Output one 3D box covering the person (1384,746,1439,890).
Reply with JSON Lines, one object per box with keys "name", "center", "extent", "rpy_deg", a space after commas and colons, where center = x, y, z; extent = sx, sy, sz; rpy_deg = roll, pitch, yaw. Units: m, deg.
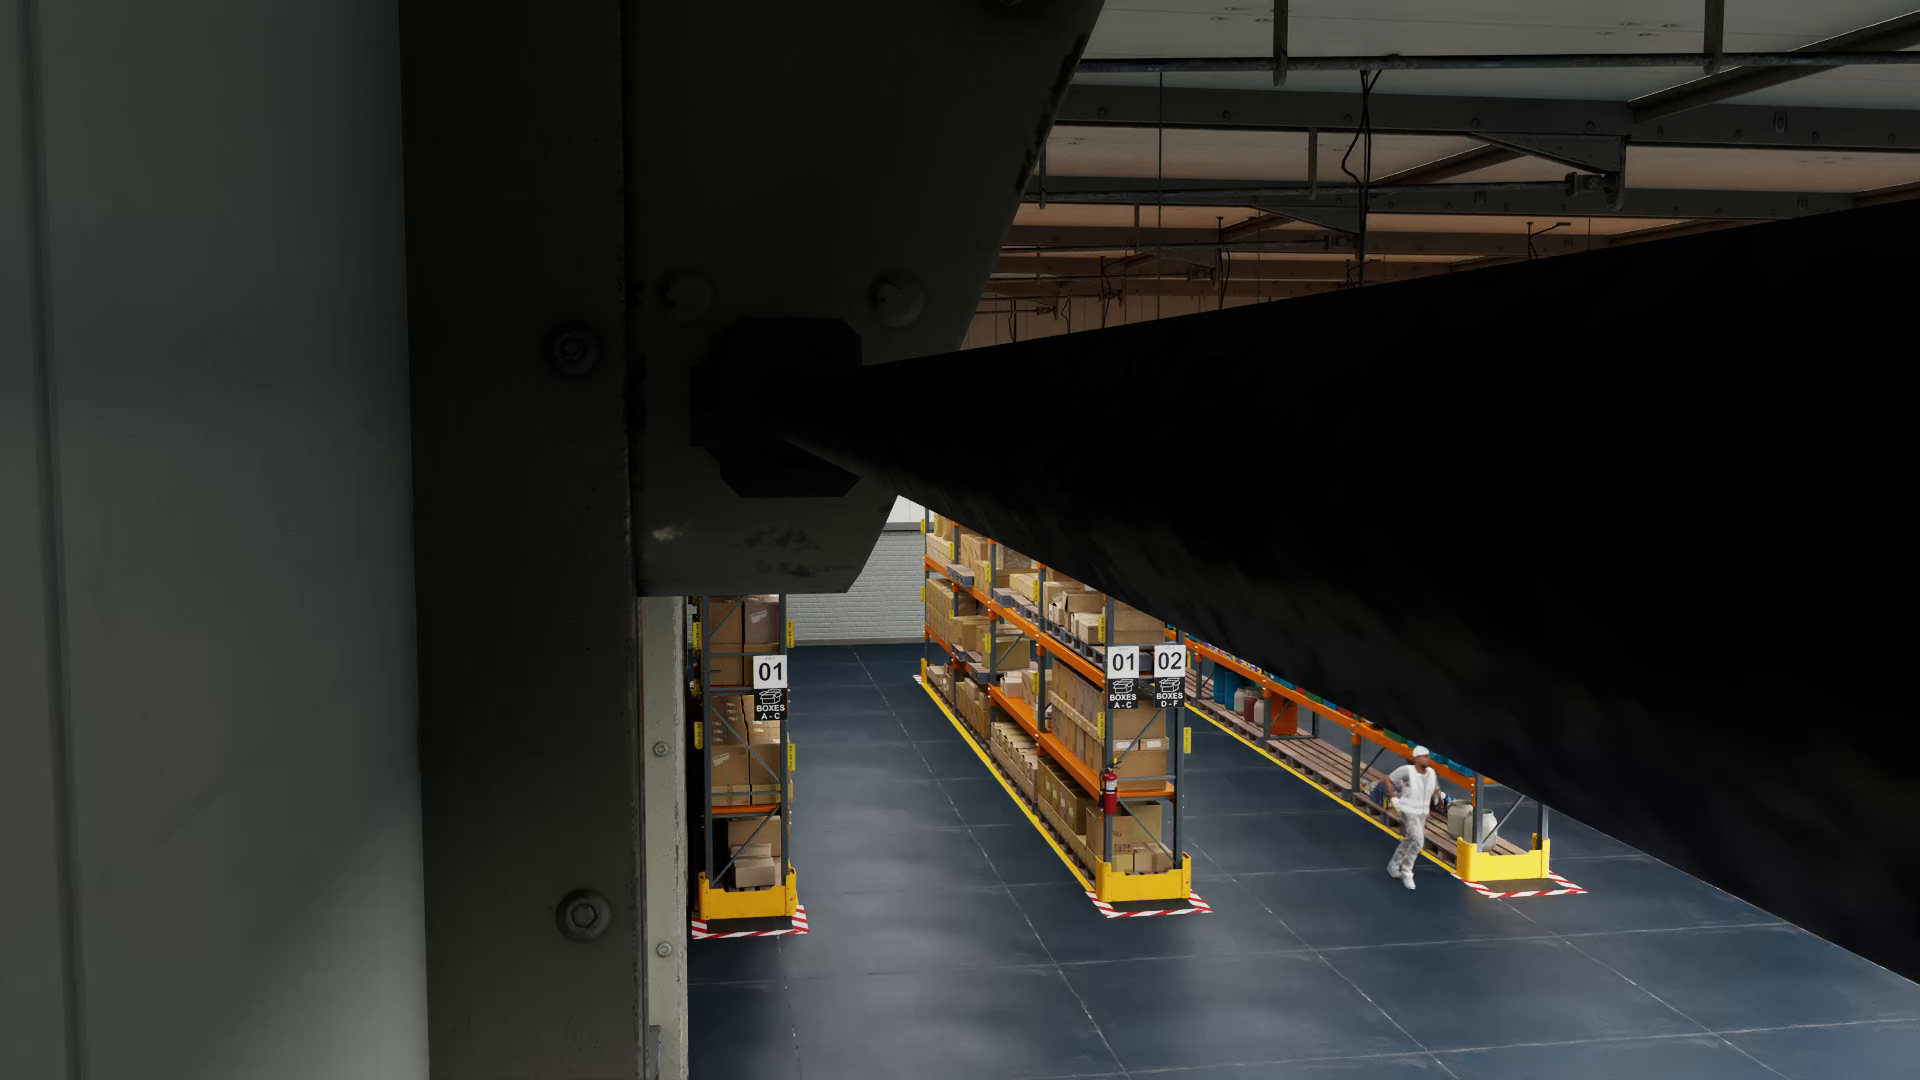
{"name": "person", "center": [5.910, 3.566, 21.566], "extent": [0.672, 1.813, 0.697], "rpy_deg": [-3, 6, -32]}
